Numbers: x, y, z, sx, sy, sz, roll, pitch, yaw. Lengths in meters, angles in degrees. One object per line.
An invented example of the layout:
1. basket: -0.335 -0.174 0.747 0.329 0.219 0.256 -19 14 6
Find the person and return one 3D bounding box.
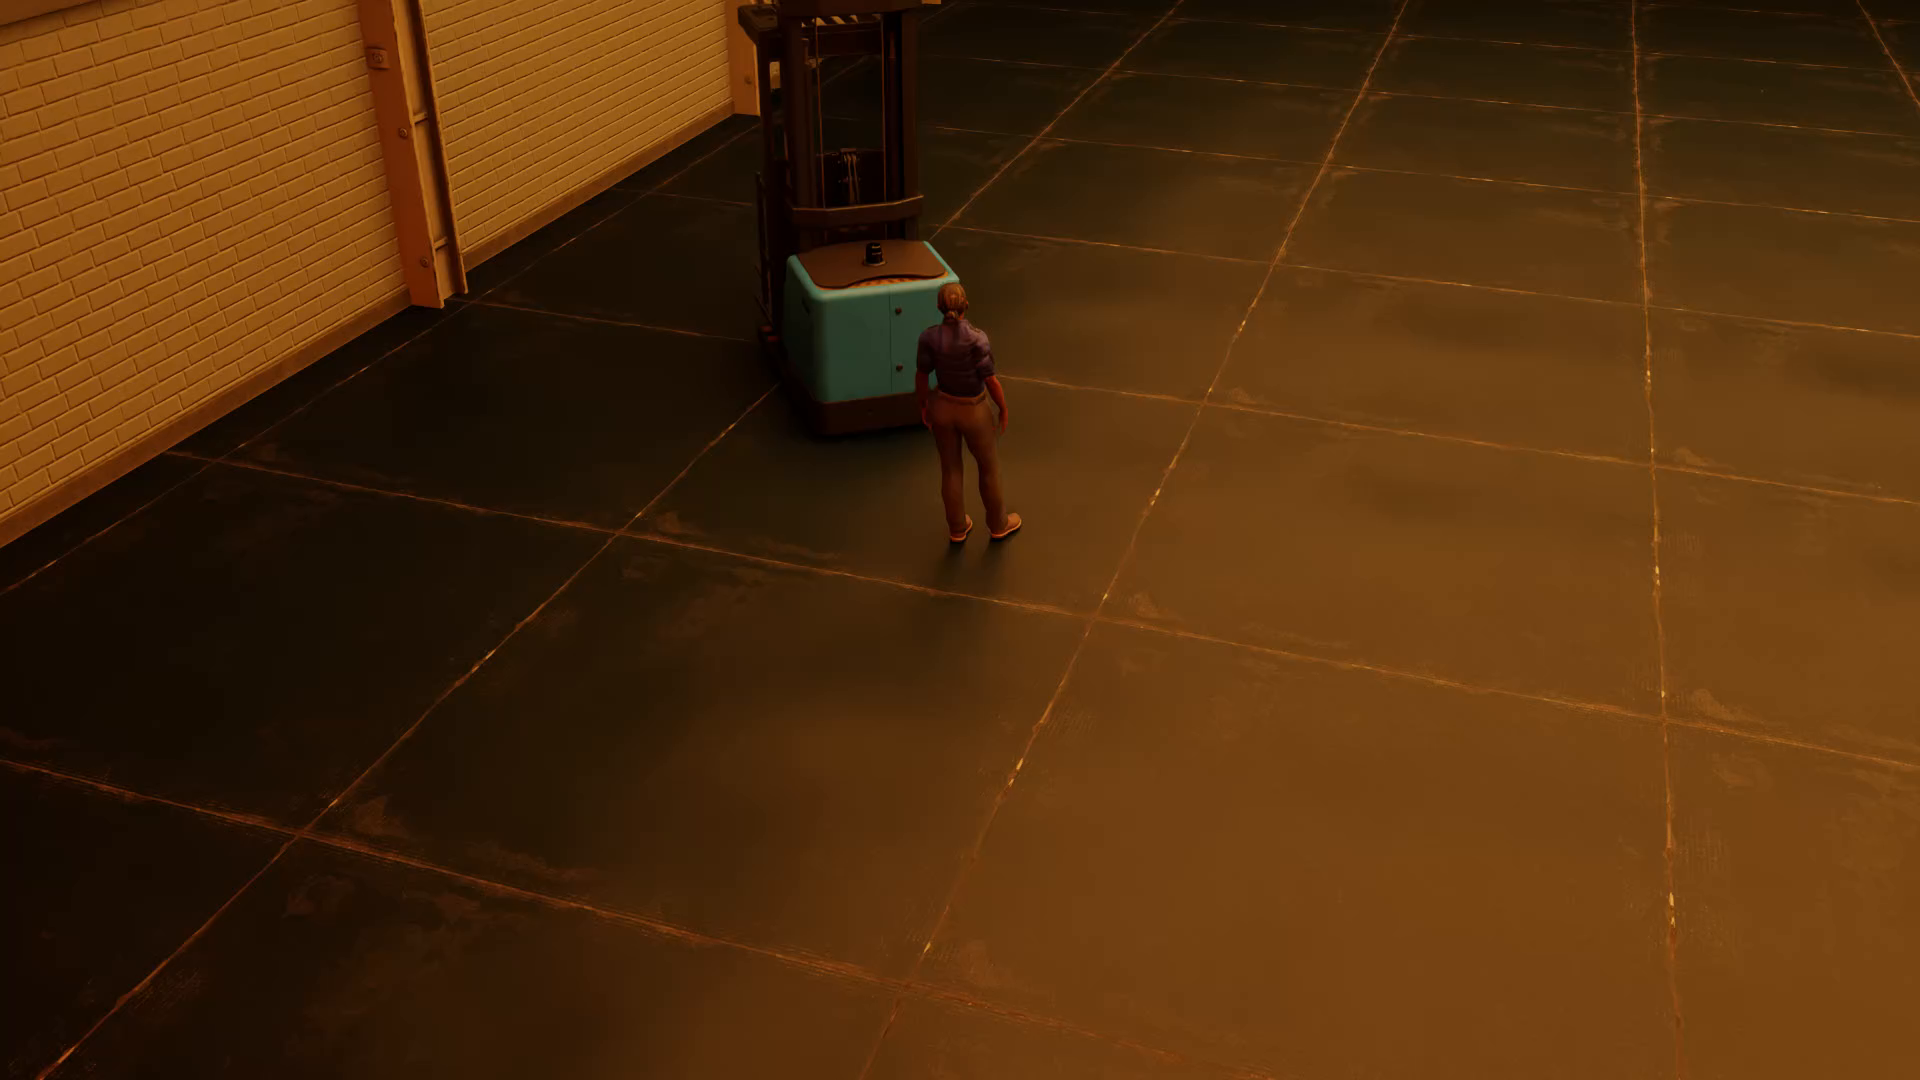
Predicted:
1. person: 0.047 -0.763 9.750 0.570 1.656 0.503 10 31 16

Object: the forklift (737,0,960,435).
1. forklift: -0.906 -2.694 11.862 1.130 2.935 3.031 -9 31 -15
